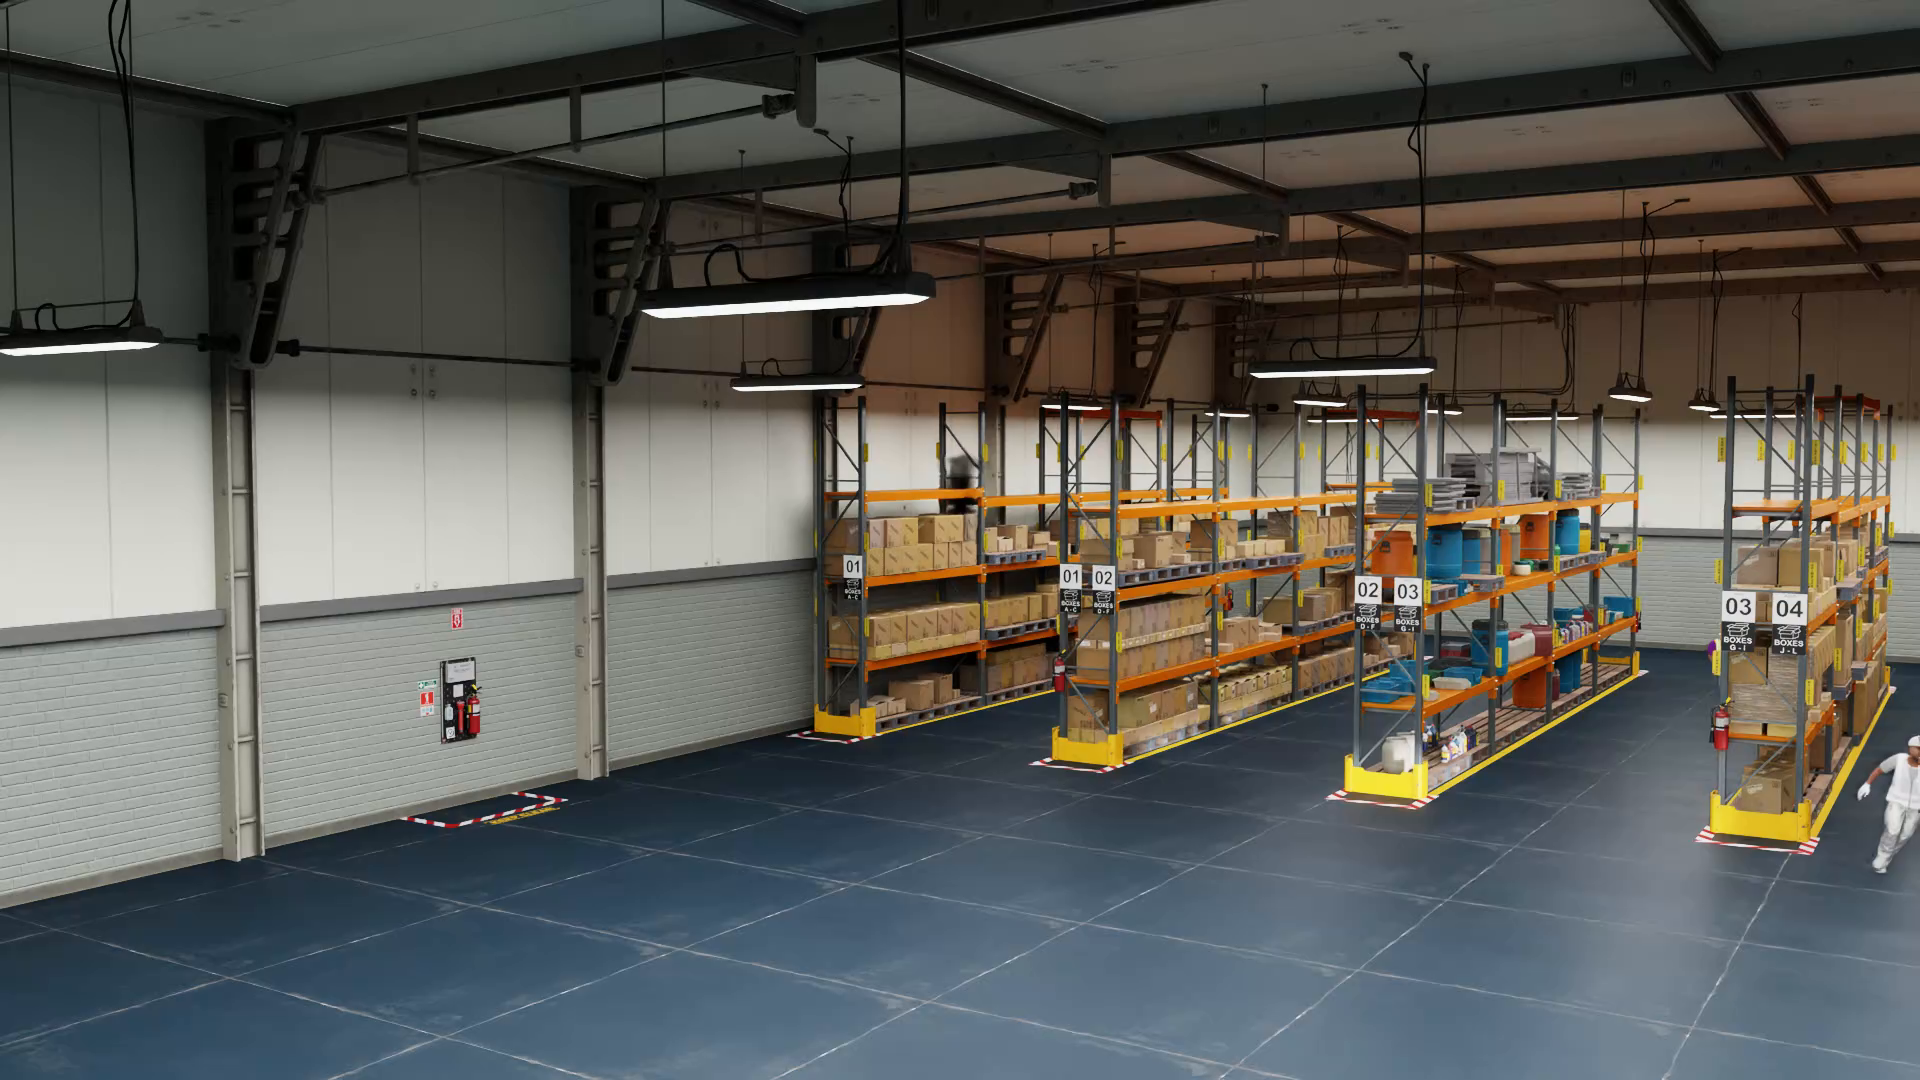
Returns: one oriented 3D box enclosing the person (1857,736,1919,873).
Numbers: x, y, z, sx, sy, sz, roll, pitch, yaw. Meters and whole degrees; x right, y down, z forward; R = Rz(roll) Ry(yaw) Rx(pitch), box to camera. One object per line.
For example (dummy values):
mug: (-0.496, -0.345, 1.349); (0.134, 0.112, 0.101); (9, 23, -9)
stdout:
person: (11.158, 3.135, 19.626); (0.865, 1.680, 0.721); (1, 3, 15)

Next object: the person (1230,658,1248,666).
person: (6.113, 2.375, 36.304); (0.897, 1.428, 0.629); (-2, 4, -39)

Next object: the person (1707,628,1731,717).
person: (14.447, 2.480, 31.354); (0.680, 1.785, 0.802); (2, 4, 35)
